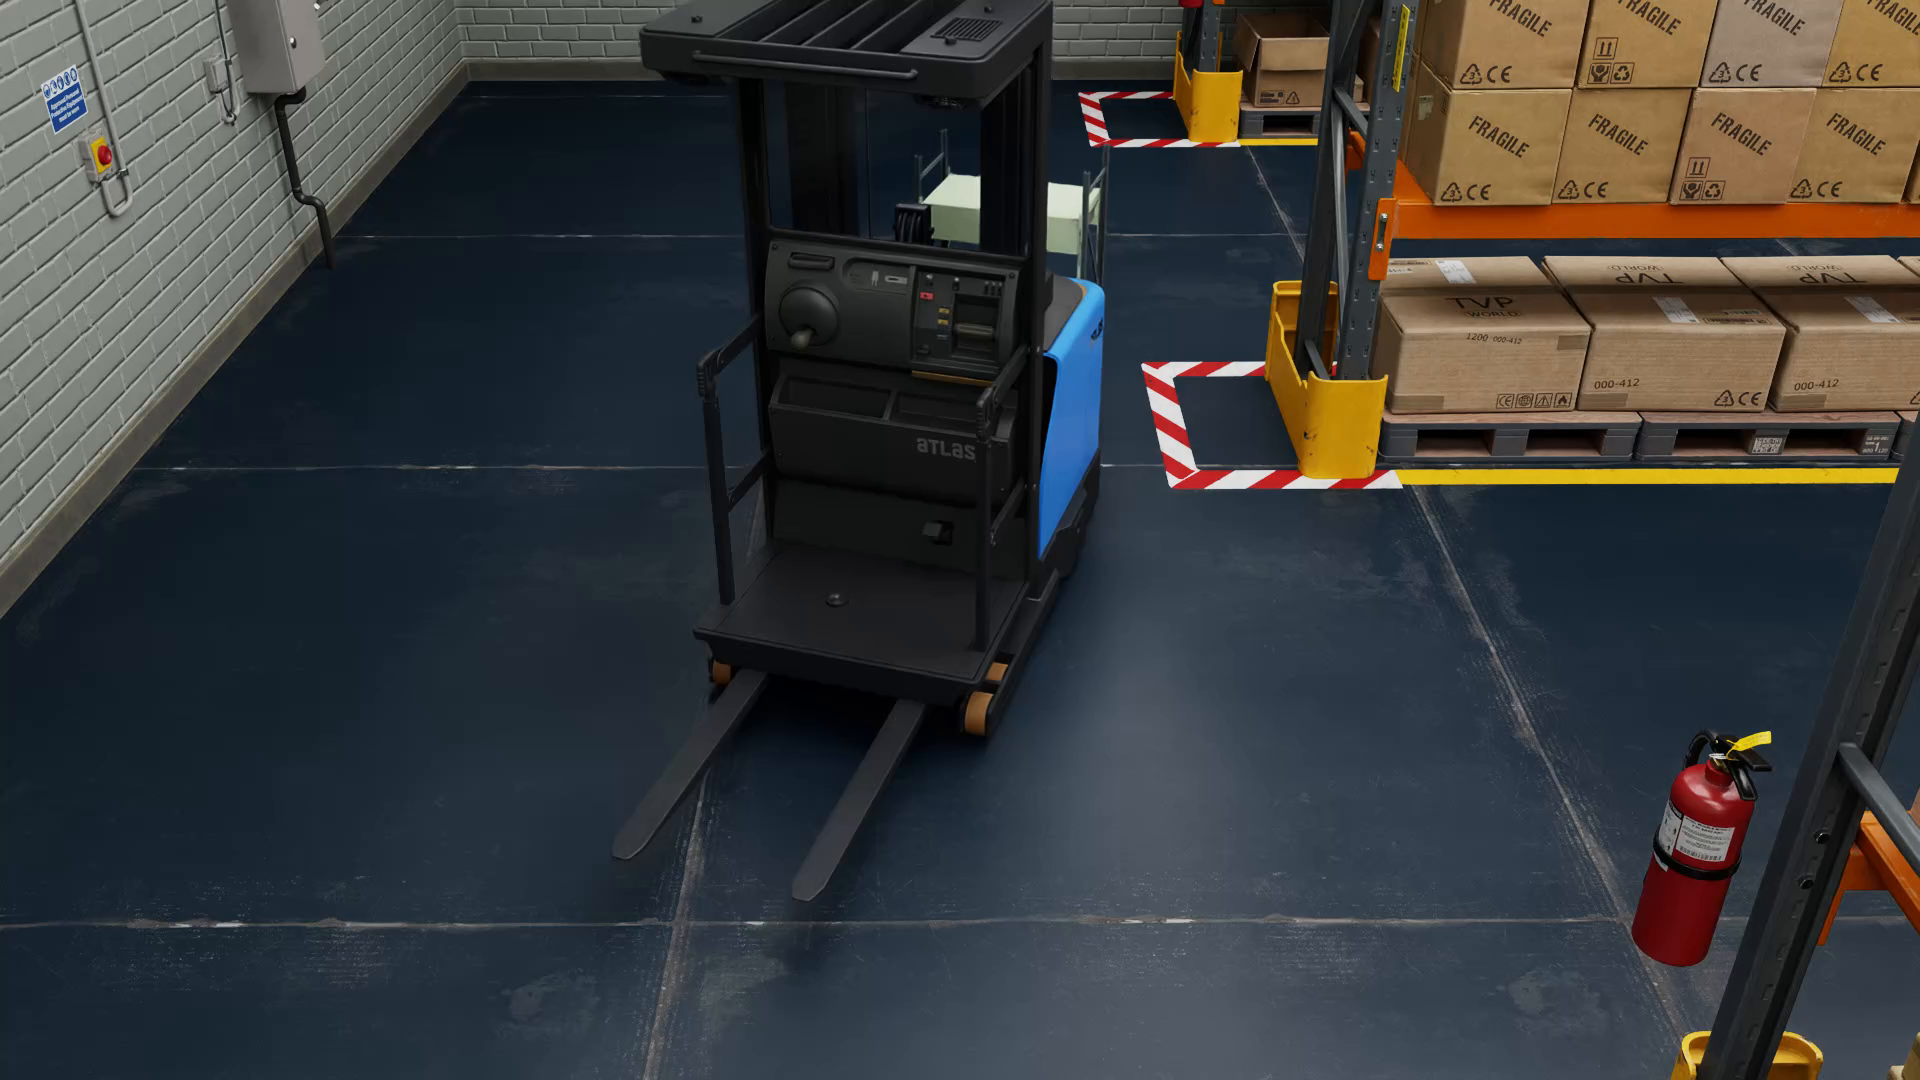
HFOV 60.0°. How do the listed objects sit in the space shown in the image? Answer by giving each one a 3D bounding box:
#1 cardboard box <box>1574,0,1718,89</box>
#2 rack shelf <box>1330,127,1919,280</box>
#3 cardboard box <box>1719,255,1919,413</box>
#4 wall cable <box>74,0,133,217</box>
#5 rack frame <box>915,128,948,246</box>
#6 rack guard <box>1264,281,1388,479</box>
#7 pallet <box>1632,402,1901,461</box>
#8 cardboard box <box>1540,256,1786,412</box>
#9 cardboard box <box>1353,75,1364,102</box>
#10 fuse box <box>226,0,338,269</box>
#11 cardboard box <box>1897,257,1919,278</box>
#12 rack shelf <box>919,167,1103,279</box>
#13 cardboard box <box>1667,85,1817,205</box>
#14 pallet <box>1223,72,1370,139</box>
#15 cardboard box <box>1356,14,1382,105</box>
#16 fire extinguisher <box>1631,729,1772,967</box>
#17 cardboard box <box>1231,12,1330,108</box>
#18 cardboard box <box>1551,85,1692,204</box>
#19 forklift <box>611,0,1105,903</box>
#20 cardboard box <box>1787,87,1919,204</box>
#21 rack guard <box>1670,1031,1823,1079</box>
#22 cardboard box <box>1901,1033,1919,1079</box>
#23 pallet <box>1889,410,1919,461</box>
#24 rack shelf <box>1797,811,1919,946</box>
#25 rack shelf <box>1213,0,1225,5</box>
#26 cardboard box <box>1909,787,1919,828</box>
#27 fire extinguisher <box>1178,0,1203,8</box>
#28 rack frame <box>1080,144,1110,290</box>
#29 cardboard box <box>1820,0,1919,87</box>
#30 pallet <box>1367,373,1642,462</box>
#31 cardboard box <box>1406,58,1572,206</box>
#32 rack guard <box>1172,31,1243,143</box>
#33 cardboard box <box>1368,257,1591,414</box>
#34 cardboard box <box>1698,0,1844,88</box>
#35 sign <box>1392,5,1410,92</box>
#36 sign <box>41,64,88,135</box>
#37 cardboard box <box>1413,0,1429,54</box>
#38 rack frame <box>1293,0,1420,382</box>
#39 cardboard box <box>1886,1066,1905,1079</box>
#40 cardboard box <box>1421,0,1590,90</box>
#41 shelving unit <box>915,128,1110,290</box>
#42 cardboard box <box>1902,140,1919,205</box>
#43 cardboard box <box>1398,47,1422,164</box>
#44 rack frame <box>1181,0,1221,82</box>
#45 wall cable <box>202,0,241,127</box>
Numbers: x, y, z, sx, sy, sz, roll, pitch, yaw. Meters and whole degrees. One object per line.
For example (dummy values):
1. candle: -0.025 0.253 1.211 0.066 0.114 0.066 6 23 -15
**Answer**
1. cardboard box: 2.781 -2.198 6.921 0.500 0.500 0.500 -1 31 -2
2. rack shelf: 3.782 -1.567 7.635 4.000 0.370 1.077 0 31 0
3. cardboard box: 4.259 -1.016 8.098 0.875 0.438 0.875 -1 31 -2
4. wall cable: -3.856 -2.287 7.118 0.123 1.953 0.585 0 31 0
5. rack frame: -0.122 -1.080 7.585 0.023 1.500 0.400 9 32 15
6. rack guard: 1.758 -0.800 8.087 0.348 0.500 1.175 0 31 0
7. pallet: 3.798 -0.722 8.236 1.213 0.211 1.003 0 31 0
8. cardboard box: 3.357 -1.014 8.095 0.875 0.438 0.875 1 31 1
9. cardboard box: 2.786 -3.338 12.204 0.250 0.149 0.380 -1 31 -2
10. fuse box: -3.723 -2.378 9.520 0.414 1.711 0.539 0 31 0
11. cardboard box: 5.154 -1.019 8.103 0.875 0.438 0.875 -1 31 -1
12. rack shelf: 0.228 -1.358 7.290 0.720 0.370 0.431 9 32 15
13. cardboard box: 3.279 -1.772 7.183 0.500 0.500 0.500 0 31 -1
14. pallet: 2.622 -3.254 12.411 1.213 0.211 1.003 0 31 0
15. cardboard box: 3.216 -3.490 12.115 0.500 0.500 0.700 1 31 2
16. fire extinguisher: 1.659 0.652 3.717 0.183 0.674 0.296 0 31 0
17. cardboard box: 2.361 -3.508 12.143 0.637 0.503 0.797 -1 31 -2
18. cardboard box: 2.770 -1.780 7.196 0.500 0.500 0.500 -1 31 -1
19. forklift: -0.312 -0.770 5.694 1.130 2.935 3.031 9 32 15
20. cardboard box: 3.779 -1.783 7.200 0.500 0.500 0.500 1 31 1
21. rack guard: 1.989 1.767 3.856 0.348 0.500 1.175 0 31 0
22. cardboard box: 2.441 1.350 3.903 0.250 0.149 0.380 0 31 0
23. pallet: 5.022 -0.727 8.245 1.213 0.211 1.003 0 31 0
24. rack shelf: 3.913 1.000 3.404 4.000 0.370 1.077 0 31 0
25. rack shelf: 3.749 -4.142 11.879 4.000 0.370 1.077 0 31 0
26. cardboard box: 2.238 0.658 3.515 0.250 0.149 0.380 0 31 0
27. fire extinguisher: 1.605 -4.011 11.403 0.183 0.674 0.296 0 31 0
28. rack frame: 0.577 -0.968 7.400 0.023 1.500 0.400 9 32 15
29. cardboard box: 3.794 -2.206 6.933 0.500 0.500 0.500 0 31 0
30. pallet: 2.582 -0.720 8.233 1.213 0.211 1.003 0 31 0
31. cardboard box: 2.264 -1.764 7.169 0.500 0.500 0.500 0 31 -1
32. rack guard: 1.825 -3.375 12.331 0.348 0.500 1.175 0 31 0
33. cardboard box: 2.442 -1.007 8.083 0.875 0.438 0.875 -1 31 -2
34. cardboard box: 3.296 -2.204 6.930 0.500 0.500 0.500 0 31 -1
35. sign: 1.780 -1.985 6.719 0.005 0.325 0.100 0 31 0
36. sign: -3.917 -1.929 7.278 0.001 0.218 0.327 0 31 0
37. cardboard box: 2.263 -2.464 7.359 0.500 0.500 0.500 1 31 1
38. rack frame: 1.782 -1.869 7.438 0.127 3.000 1.000 0 31 0
39. cardboard box: 2.439 1.461 4.007 0.250 0.149 0.380 -1 31 -2
40. cardboard box: 2.264 -2.193 6.912 0.500 0.500 0.500 -1 31 -1
41. shelving unit: 0.228 -1.024 7.492 0.755 1.500 0.431 9 32 15
42. cardboard box: 4.303 -1.776 7.190 0.500 0.500 0.500 -1 31 -1
43. cardboard box: 2.263 -2.050 7.641 0.500 0.500 0.500 0 31 0
44. rack frame: 1.749 -4.443 11.682 0.127 3.000 1.000 0 31 0
45. wall cable: -3.876 -3.009 8.338 0.122 1.984 0.588 0 31 0
